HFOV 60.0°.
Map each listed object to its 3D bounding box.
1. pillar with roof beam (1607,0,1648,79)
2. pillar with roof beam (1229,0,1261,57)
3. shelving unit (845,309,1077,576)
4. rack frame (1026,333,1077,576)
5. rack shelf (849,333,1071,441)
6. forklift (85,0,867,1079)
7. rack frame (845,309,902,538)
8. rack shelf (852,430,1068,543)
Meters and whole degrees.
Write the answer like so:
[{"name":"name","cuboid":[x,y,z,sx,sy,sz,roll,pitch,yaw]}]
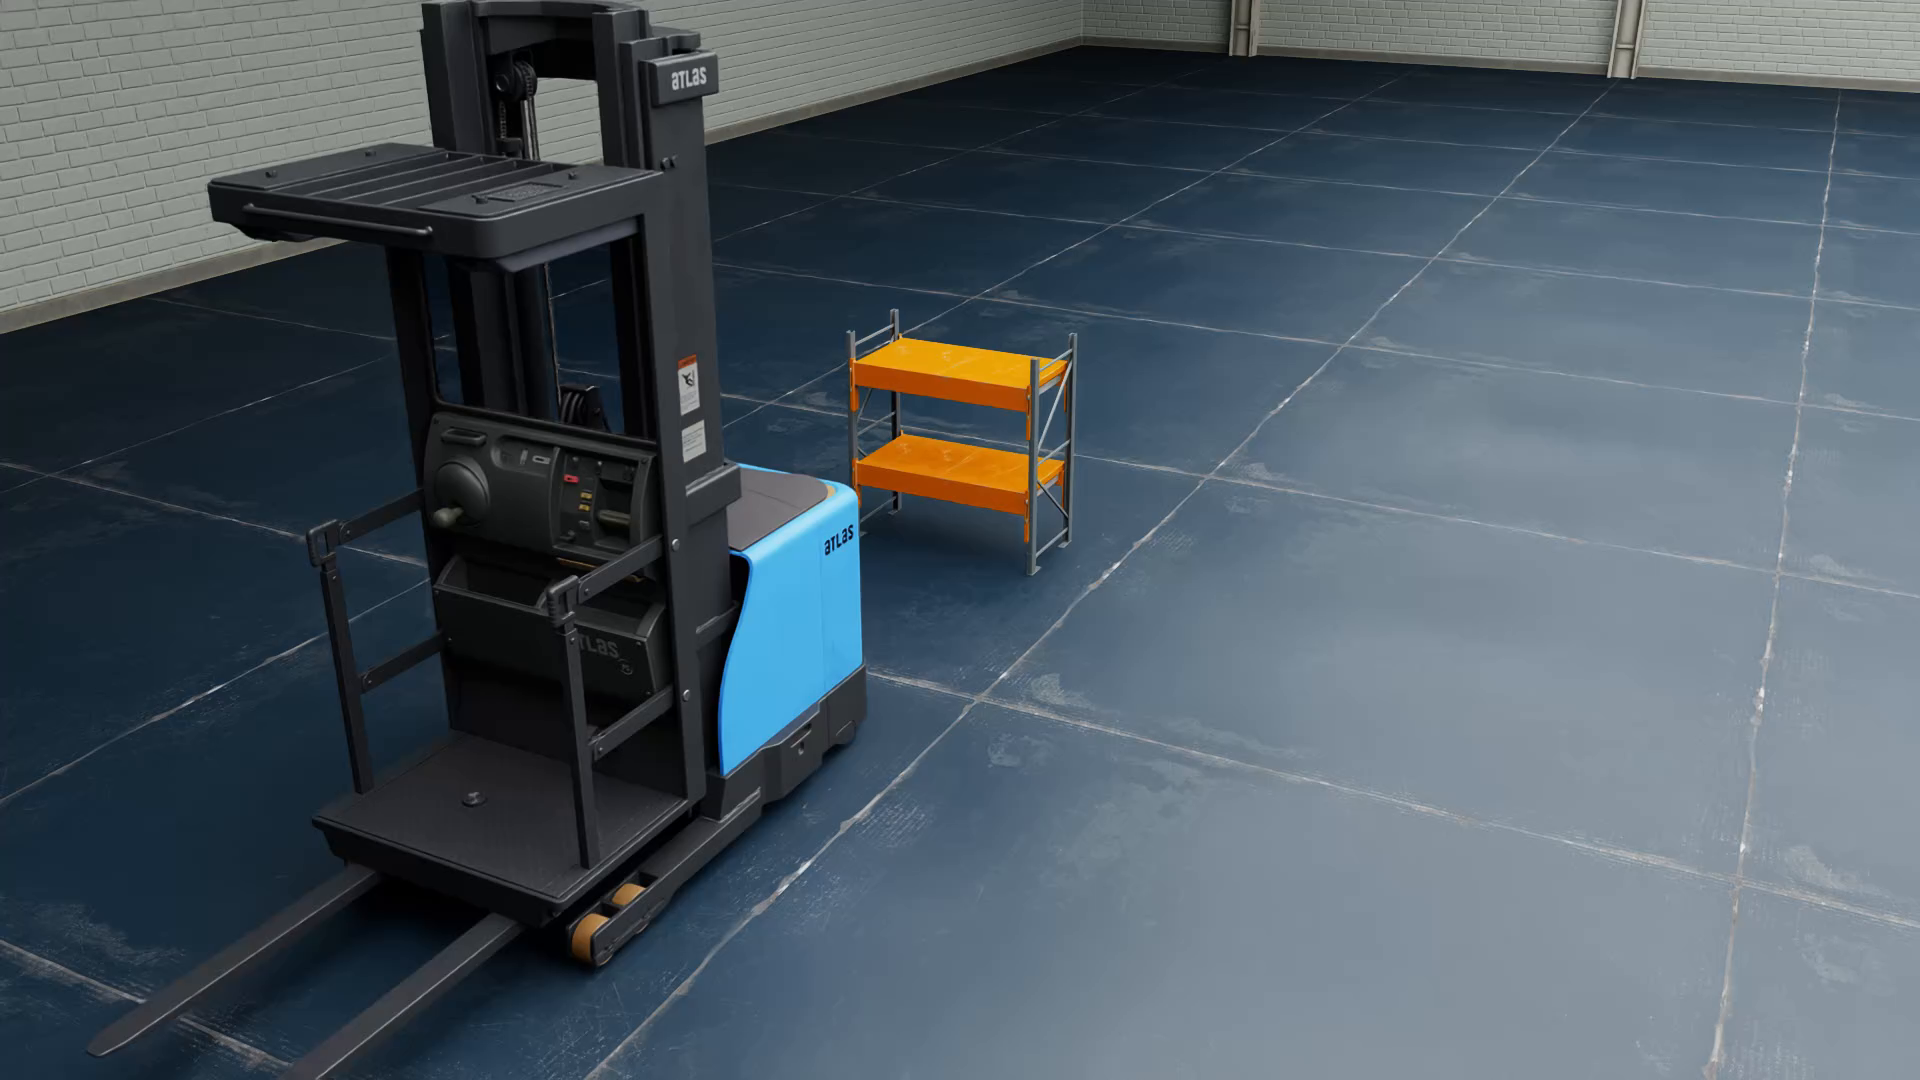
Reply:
[{"name":"pillar with roof beam","cuboid":[8.147,-9.700,20.060,0.400,9.000,9.100,11,25,25]},{"name":"pillar with roof beam","cuboid":[2.792,-10.759,22.551,0.400,9.000,9.100,11,25,25]},{"name":"shelving unit","cuboid":[0.006,-0.516,8.527,1.048,1.125,0.538,11,25,25]},{"name":"rack frame","cuboid":[0.460,-0.427,8.316,0.032,1.125,0.500,11,25,25]},{"name":"rack shelf","cuboid":[0.006,-0.786,8.413,1.000,0.278,0.538,11,25,25]},{"name":"forklift","cuboid":[-1.509,-0.150,5.359,1.130,2.935,3.031,11,26,25]},{"name":"rack frame","cuboid":[-0.448,-0.606,8.738,0.032,1.125,0.500,11,25,25]},{"name":"rack shelf","cuboid":[0.006,-0.291,8.623,1.000,0.278,0.538,11,25,25]}]
